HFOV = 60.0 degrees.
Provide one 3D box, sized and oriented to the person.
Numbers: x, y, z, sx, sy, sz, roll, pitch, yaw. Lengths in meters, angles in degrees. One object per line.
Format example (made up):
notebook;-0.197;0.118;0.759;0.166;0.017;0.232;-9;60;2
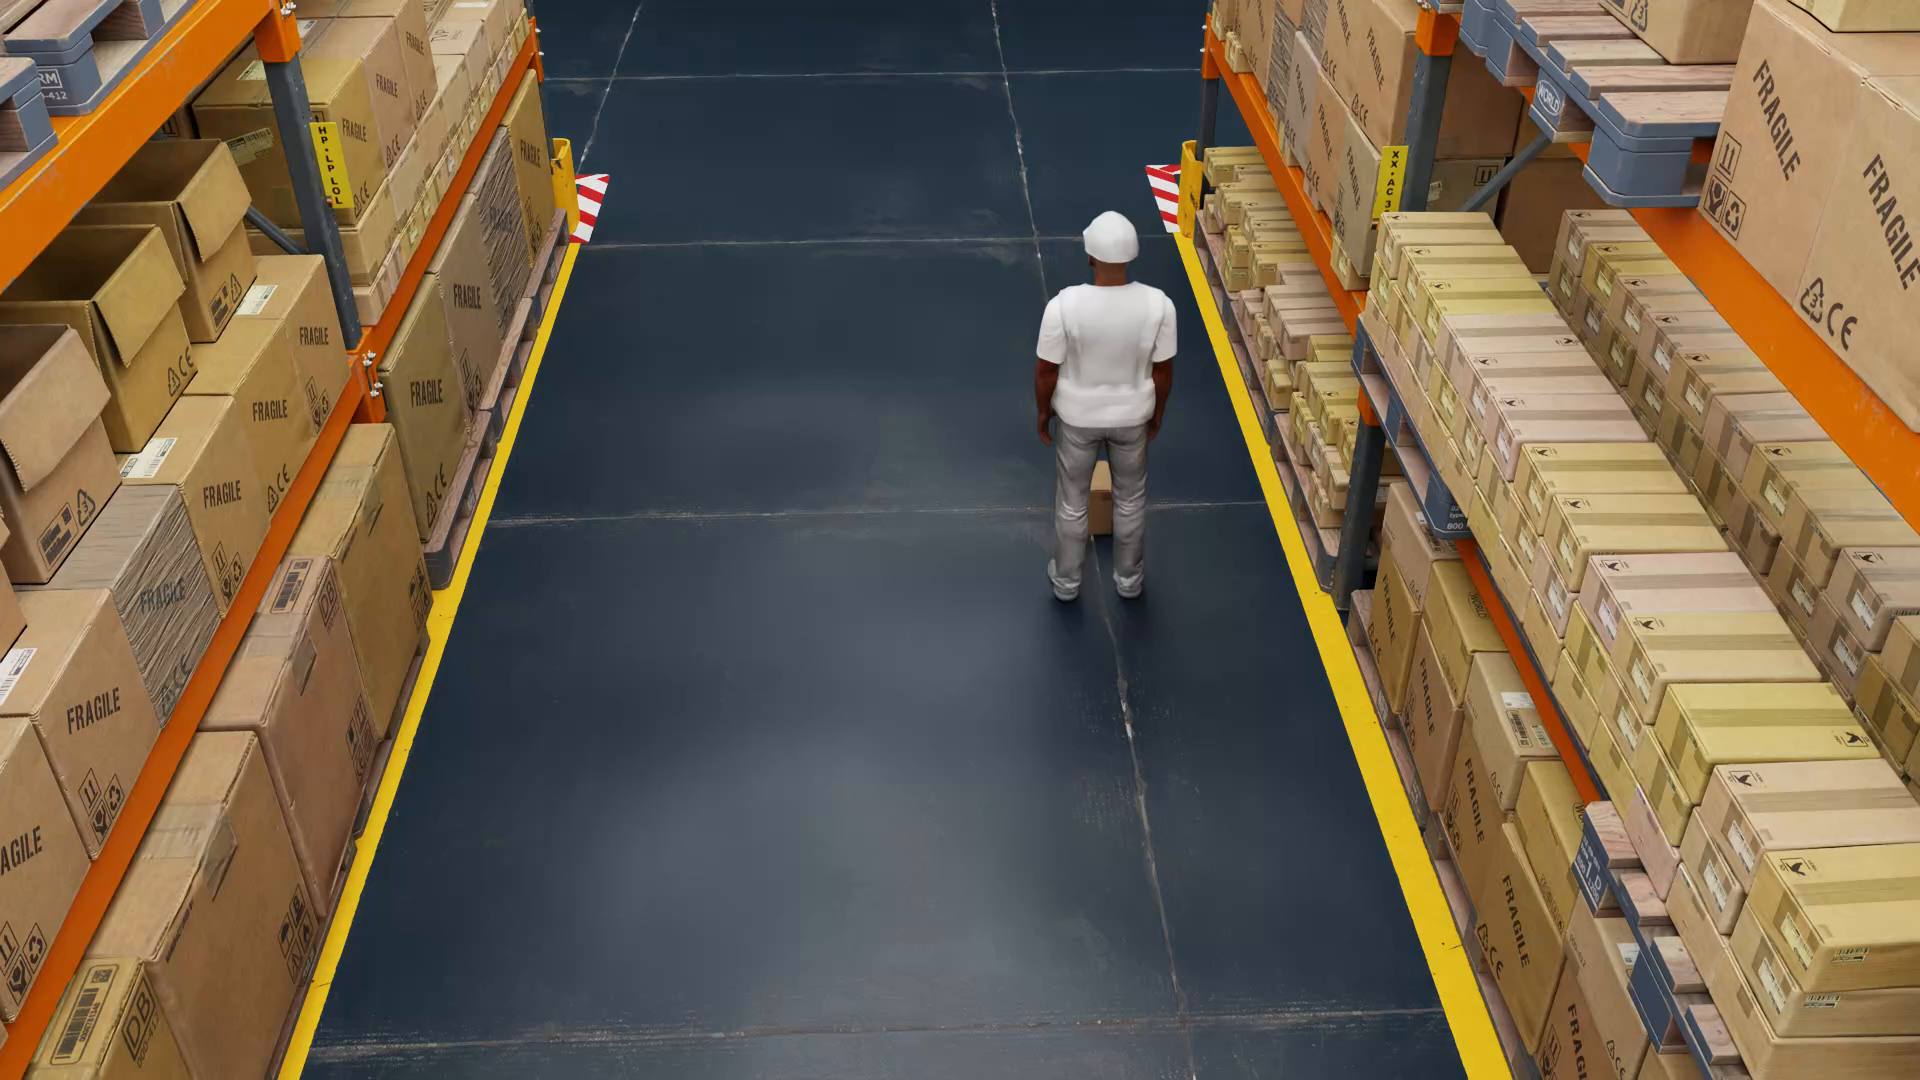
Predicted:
person;0.583;-0.534;6.873;0.564;1.767;0.356;-1;35;-2
